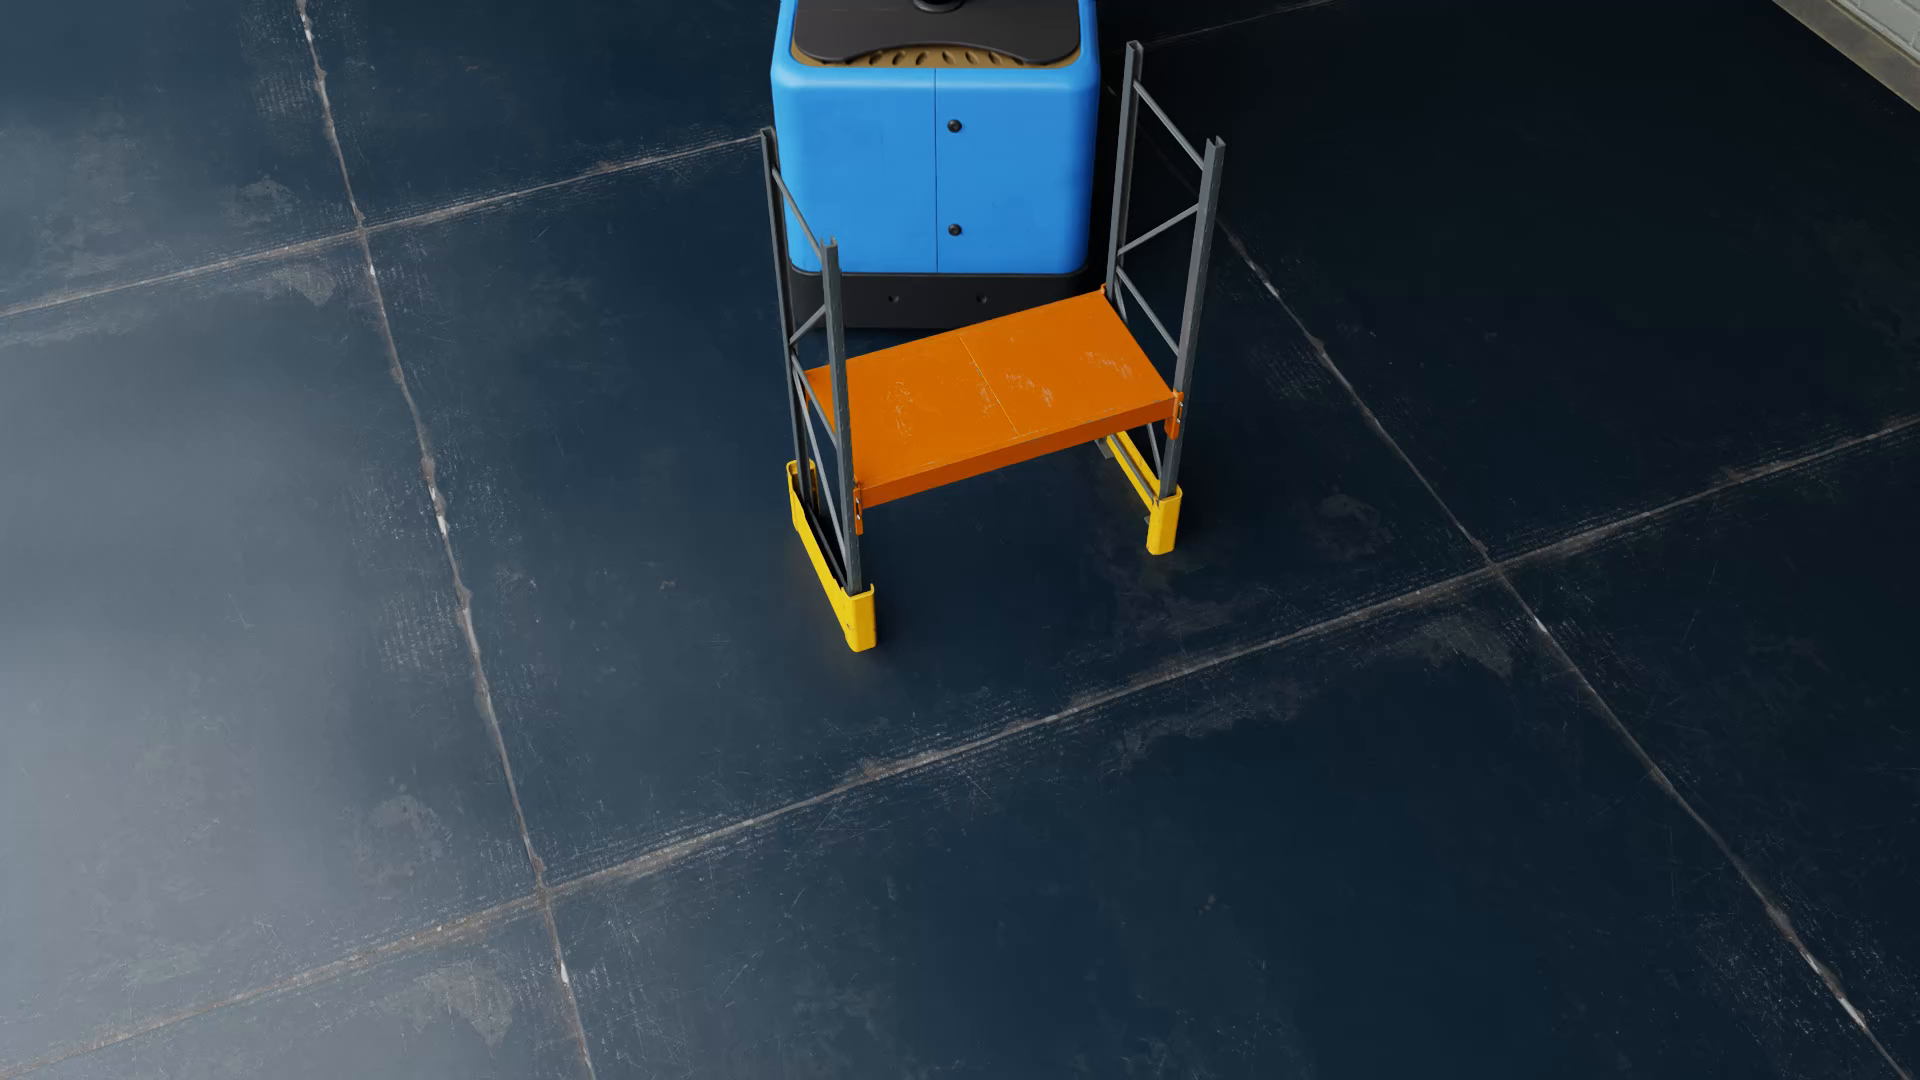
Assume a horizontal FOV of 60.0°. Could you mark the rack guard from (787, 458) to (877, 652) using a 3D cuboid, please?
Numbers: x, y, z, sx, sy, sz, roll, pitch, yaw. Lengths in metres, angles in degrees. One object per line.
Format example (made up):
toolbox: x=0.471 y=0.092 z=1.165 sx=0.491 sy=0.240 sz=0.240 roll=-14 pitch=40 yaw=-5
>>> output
rack guard: x=-0.390 y=0.040 z=5.051 sx=0.087 sy=0.250 sz=0.587 roll=-17 pitch=52 yaw=-14

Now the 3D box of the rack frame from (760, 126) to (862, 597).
rack frame: x=-0.392 y=-0.367 z=4.577 sx=0.032 sy=1.500 sz=0.500 roll=-17 pitch=52 yaw=-14

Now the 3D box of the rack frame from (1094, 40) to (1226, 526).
rack frame: x=0.550 y=-0.659 z=4.827 sx=0.032 sy=1.500 sz=0.500 roll=-17 pitch=52 yaw=-14

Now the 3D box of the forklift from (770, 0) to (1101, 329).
forklift: x=-0.058 y=-2.792 z=5.716 sx=1.130 sy=2.935 sz=3.031 roll=1 pitch=49 yaw=0

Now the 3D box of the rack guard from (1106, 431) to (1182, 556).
rack guard: x=0.532 y=-0.246 z=5.297 sx=0.087 sy=0.250 sz=0.587 roll=-17 pitch=52 yaw=-14

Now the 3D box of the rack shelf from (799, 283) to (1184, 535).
rack shelf: x=0.079 y=-0.396 z=4.838 sx=1.000 sy=0.185 sz=0.538 roll=-17 pitch=52 yaw=-14

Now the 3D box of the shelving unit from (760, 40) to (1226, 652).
shelving unit: x=0.071 y=-0.510 z=4.700 sx=1.083 sy=1.500 sz=0.587 roll=-17 pitch=52 yaw=-14
